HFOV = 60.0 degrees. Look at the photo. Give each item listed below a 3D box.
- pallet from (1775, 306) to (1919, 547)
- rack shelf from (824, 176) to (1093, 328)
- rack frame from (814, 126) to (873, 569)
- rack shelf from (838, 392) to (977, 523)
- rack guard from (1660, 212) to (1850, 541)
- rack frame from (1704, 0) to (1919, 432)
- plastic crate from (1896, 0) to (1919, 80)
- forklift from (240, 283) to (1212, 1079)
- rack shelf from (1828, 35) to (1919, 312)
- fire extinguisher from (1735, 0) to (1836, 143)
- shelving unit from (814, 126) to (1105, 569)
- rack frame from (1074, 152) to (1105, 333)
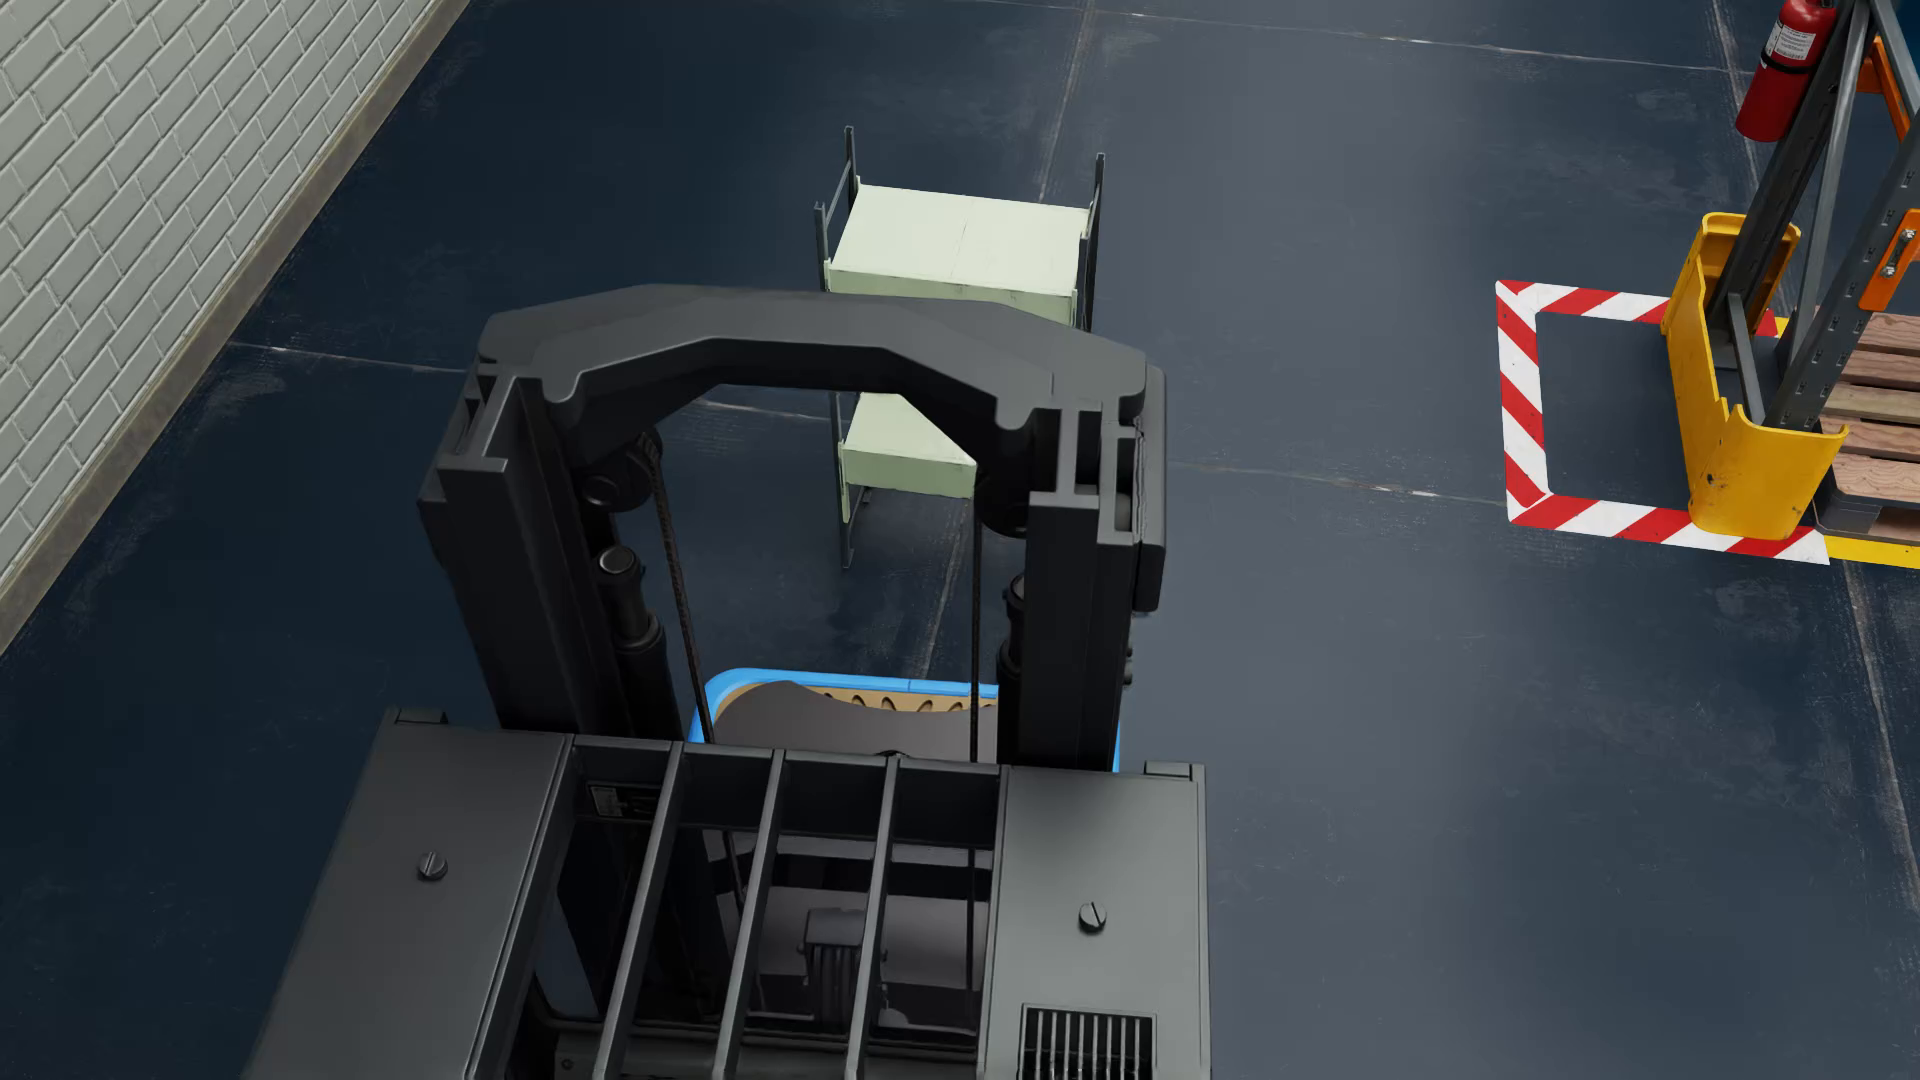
[{"bbox_3d":[3.648,-0.378,5.948,1.213,0.211,1.003,8,49,7],"label":"pallet"},{"bbox_3d":[0.007,-0.761,4.901,0.720,0.370,0.431,8,49,7],"label":"rack shelf"},{"bbox_3d":[-0.354,-0.549,5.235,0.023,1.500,0.400,8,49,7],"label":"rack frame"},{"bbox_3d":[0.007,-0.282,5.434,0.720,0.370,0.431,8,49,7],"label":"rack shelf"},{"bbox_3d":[2.817,-0.606,5.958,0.348,0.500,1.175,8,49,7],"label":"rack guard"},{"bbox_3d":[2.843,-1.448,5.034,0.127,3.000,1.000,8,49,7],"label":"rack frame"},{"bbox_3d":[3.206,-1.572,5.082,0.499,0.435,0.616,8,49,7],"label":"plastic crate"},{"bbox_3d":[-0.248,1.167,2.730,1.130,2.935,3.031,4,48,3],"label":"forklift"},{"bbox_3d":[4.811,-0.943,5.064,4.000,0.370,1.077,8,49,7],"label":"rack shelf"},{"bbox_3d":[2.775,-1.650,5.518,0.183,0.674,0.296,8,49,7],"label":"fire extinguisher"},{"bbox_3d":[0.007,-0.500,5.191,0.755,1.500,0.431,8,49,7],"label":"shelving unit"},{"bbox_3d":[0.367,-0.452,5.148,0.023,1.500,0.400,8,49,7],"label":"rack frame"}]
